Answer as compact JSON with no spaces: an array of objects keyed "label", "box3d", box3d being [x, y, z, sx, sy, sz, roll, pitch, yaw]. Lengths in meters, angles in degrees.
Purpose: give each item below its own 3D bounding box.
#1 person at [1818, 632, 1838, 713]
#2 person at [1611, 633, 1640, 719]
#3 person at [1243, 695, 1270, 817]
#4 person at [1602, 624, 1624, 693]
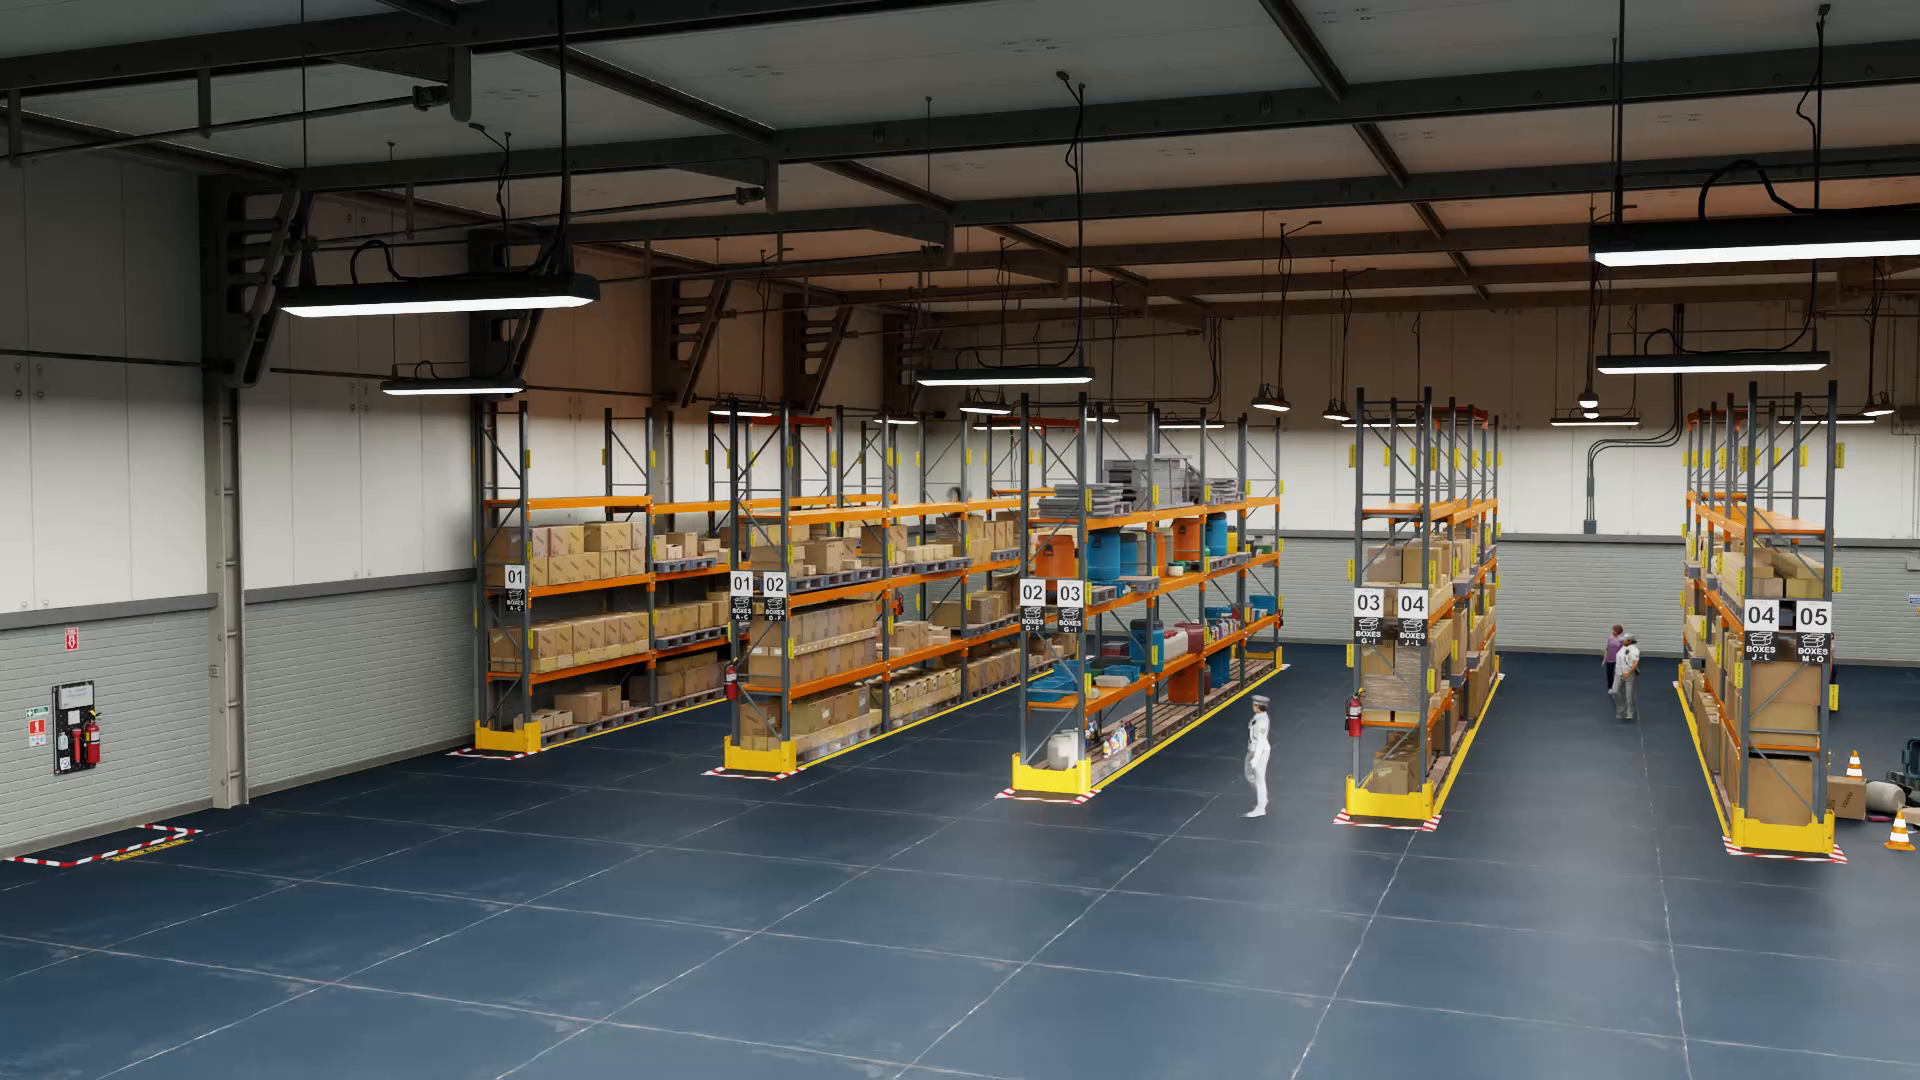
[{"label":"person","box3d":[17.094,2.593,32.801,0.421,1.653,0.512,3,4,43]},{"label":"person","box3d":[12.801,2.652,31.990,0.512,1.721,0.641,3,4,44]},{"label":"person","box3d":[4.191,3.022,23.417,0.427,1.687,0.580,0,3,-7]},{"label":"person","box3d":[13.678,2.542,34.701,0.507,1.528,0.818,1,3,21]}]
